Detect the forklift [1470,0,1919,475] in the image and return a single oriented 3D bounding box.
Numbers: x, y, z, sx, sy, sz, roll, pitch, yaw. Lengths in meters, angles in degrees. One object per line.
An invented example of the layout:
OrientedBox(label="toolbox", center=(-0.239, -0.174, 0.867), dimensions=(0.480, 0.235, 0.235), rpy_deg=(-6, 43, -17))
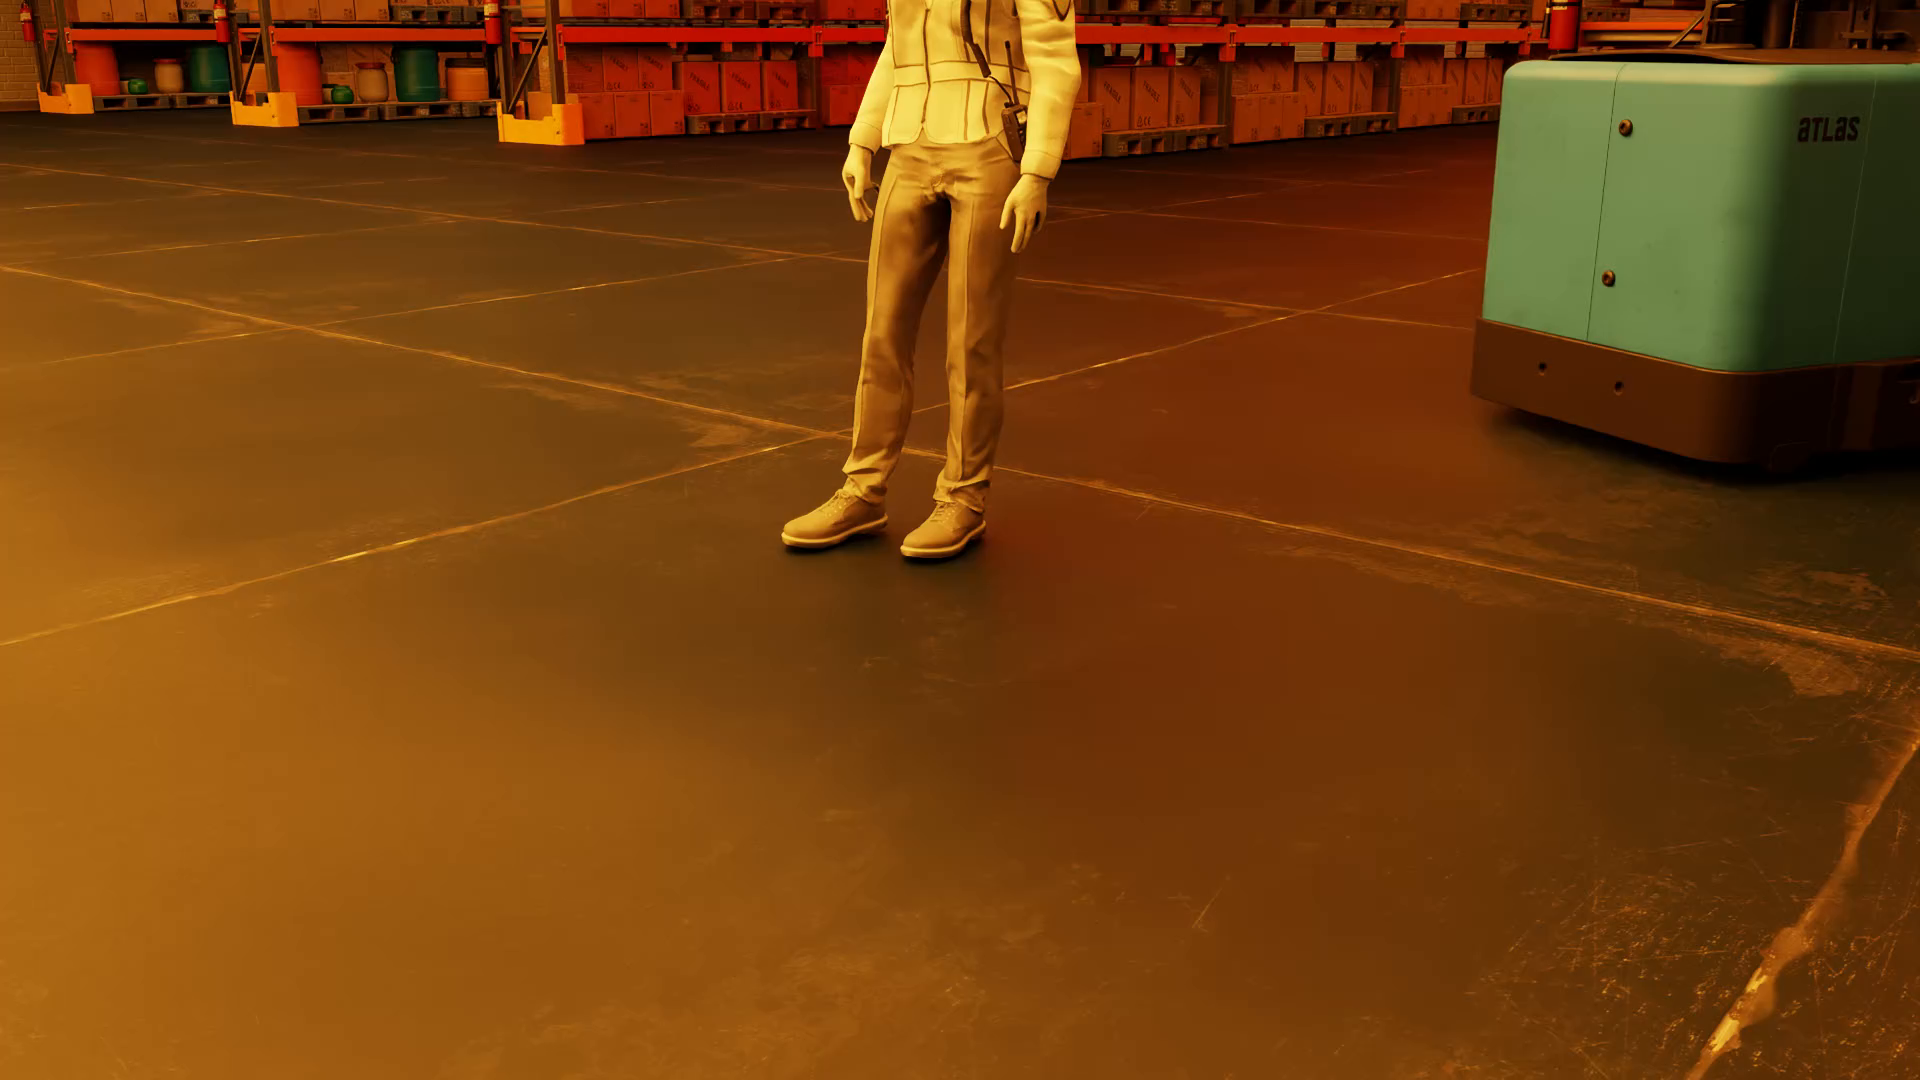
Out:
OrientedBox(label="forklift", center=(3.160, -1.837, 4.947), dimensions=(3.031, 2.935, 1.130), rpy_deg=(-7, 18, -22))

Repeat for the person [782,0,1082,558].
OrientedBox(label="person", center=(-0.055, -0.805, 3.652), dimensions=(0.569, 1.695, 0.531), rpy_deg=(13, 21, 37))
